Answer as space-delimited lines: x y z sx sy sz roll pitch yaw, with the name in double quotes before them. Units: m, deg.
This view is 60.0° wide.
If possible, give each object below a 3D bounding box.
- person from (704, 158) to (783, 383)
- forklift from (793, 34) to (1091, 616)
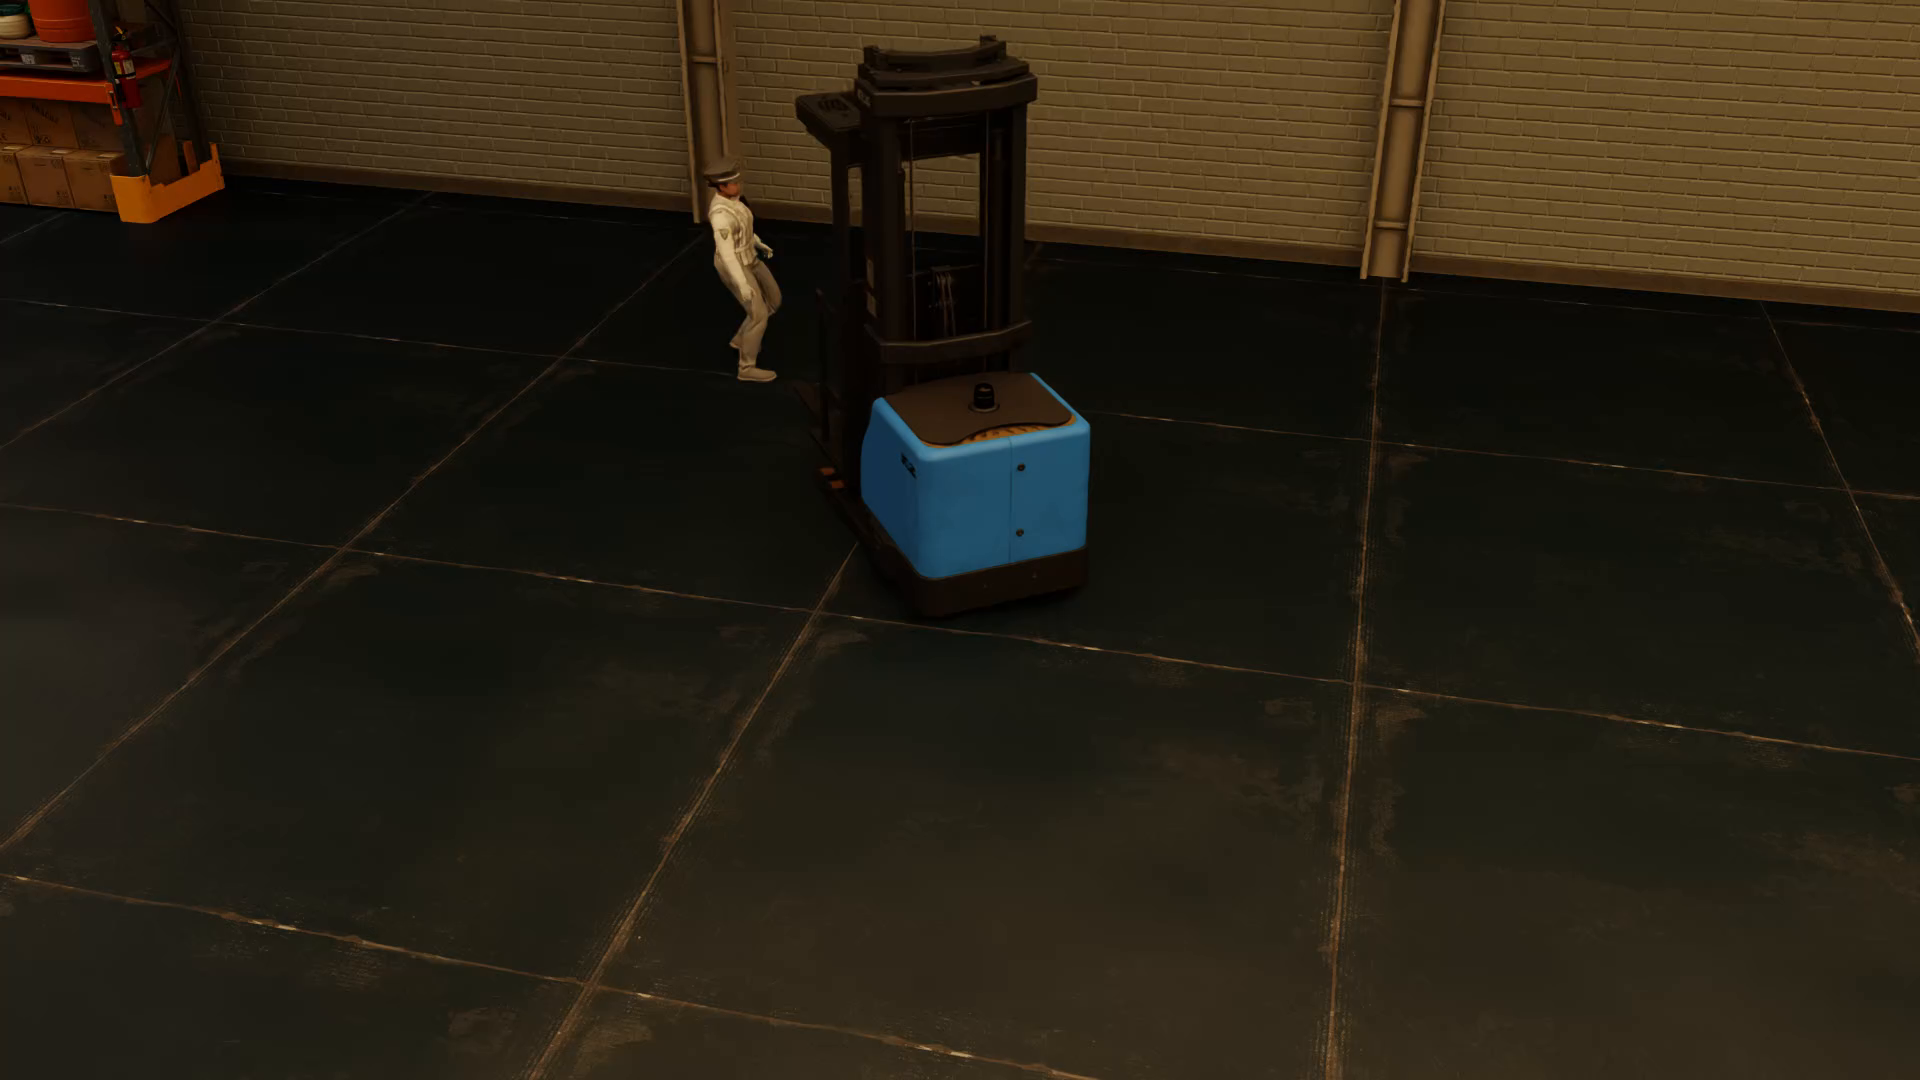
"person" -1.554 -1.973 12.028 0.473 1.570 0.758 4 30 7
"forklift" -0.290 -1.559 9.922 1.130 2.935 3.031 -11 31 -19
